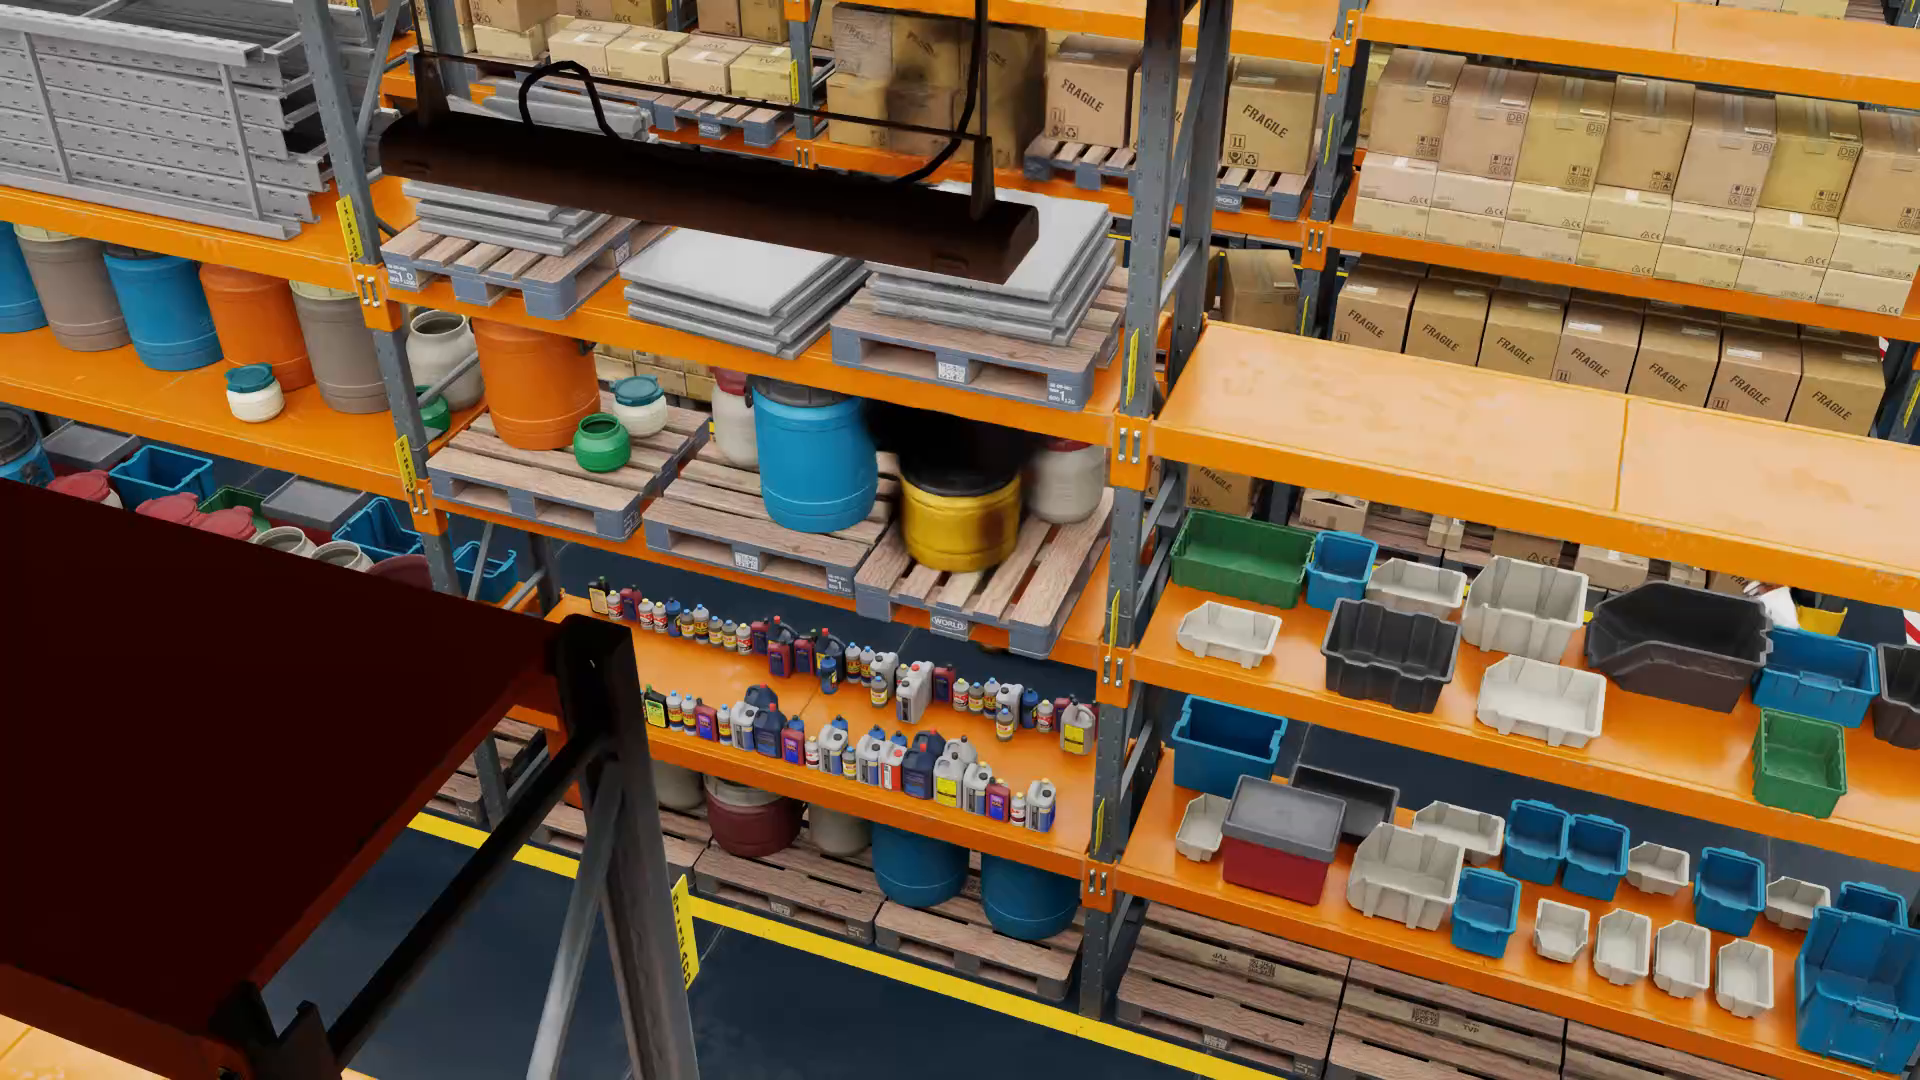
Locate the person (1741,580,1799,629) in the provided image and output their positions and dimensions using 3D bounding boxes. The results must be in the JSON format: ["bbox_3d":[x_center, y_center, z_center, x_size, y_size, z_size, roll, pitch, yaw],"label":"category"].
[{"bbox_3d":[5.173,0.771,10.914,0.667,1.732,0.699,6,37,8],"label":"person"}]

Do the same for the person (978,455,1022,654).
[{"bbox_3d":[0.562,0.126,11.750,0.863,1.771,0.657,5,37,7],"label":"person"}]
